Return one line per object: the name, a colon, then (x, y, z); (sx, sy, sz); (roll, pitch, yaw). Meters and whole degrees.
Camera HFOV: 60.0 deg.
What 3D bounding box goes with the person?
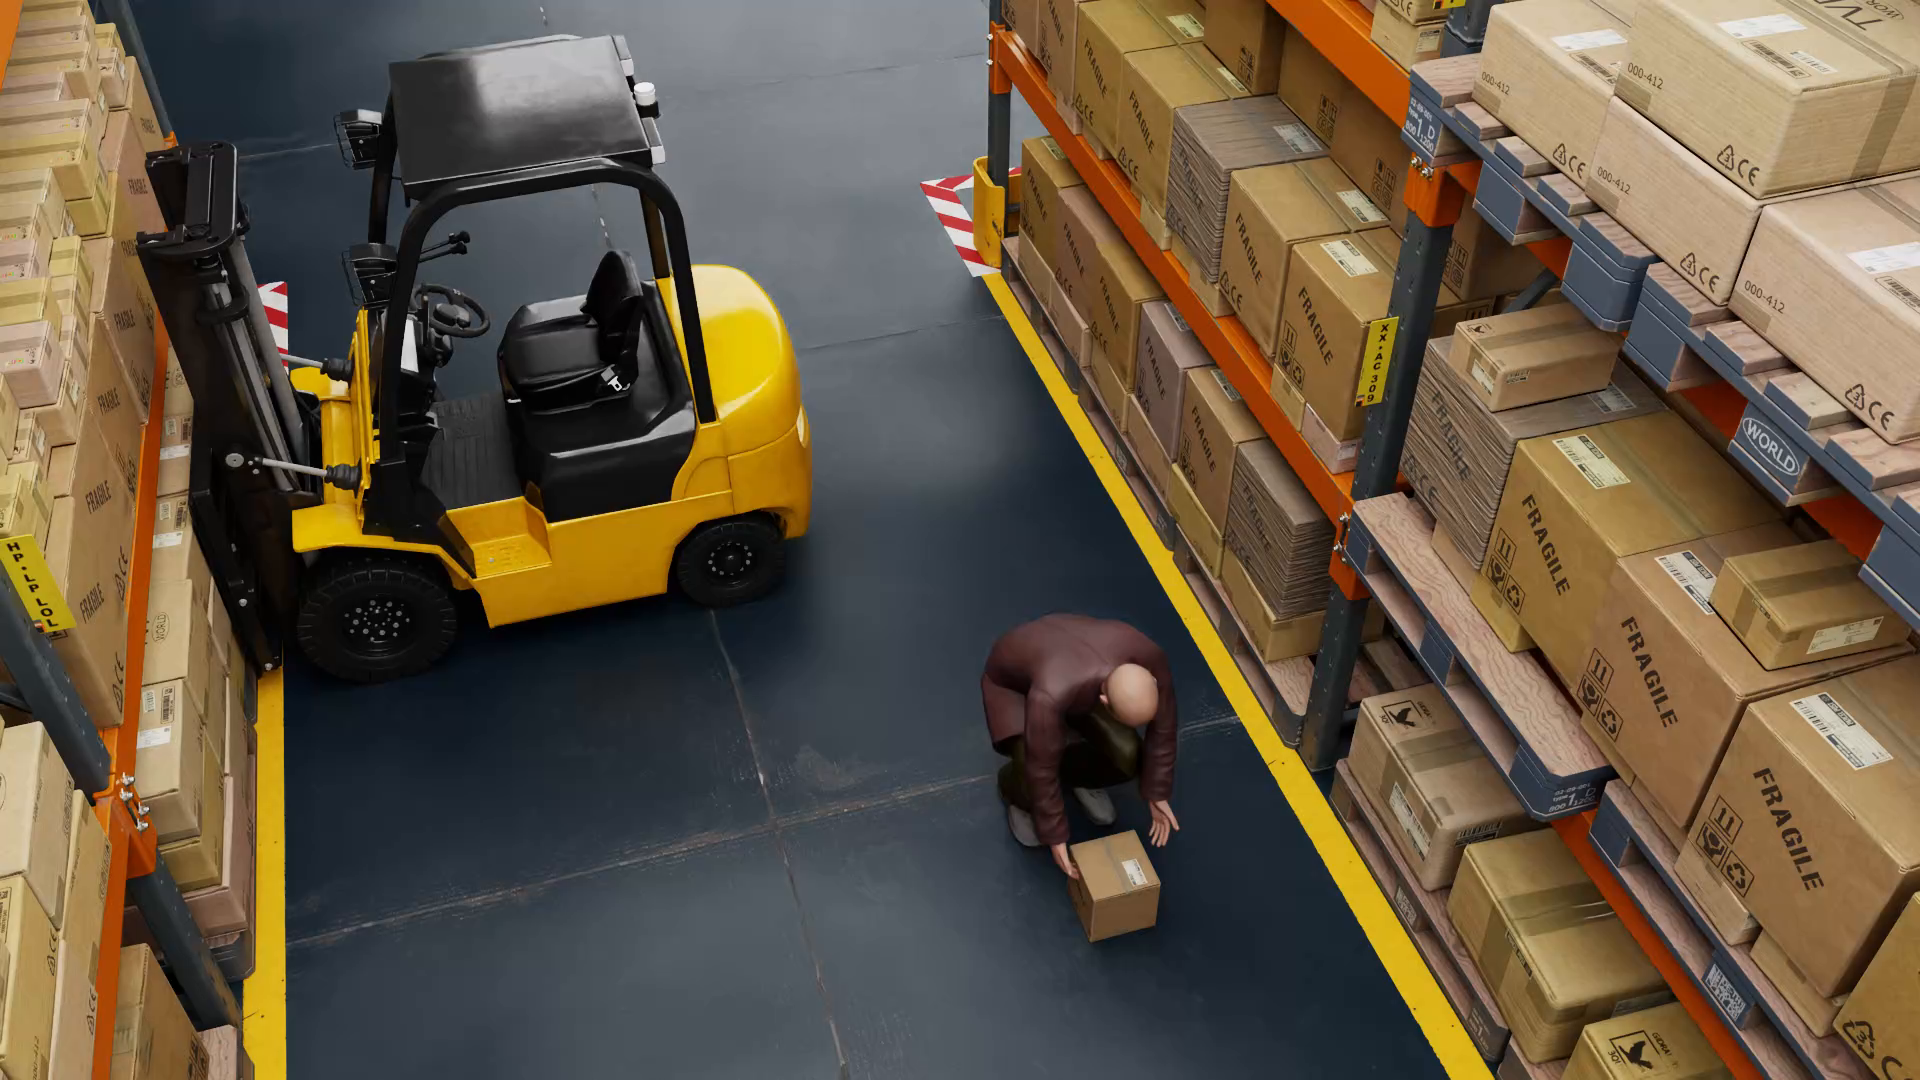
person: (0.417, 0.659, 5.947); (0.617, 1.092, 0.865); (-14, 44, -15)
